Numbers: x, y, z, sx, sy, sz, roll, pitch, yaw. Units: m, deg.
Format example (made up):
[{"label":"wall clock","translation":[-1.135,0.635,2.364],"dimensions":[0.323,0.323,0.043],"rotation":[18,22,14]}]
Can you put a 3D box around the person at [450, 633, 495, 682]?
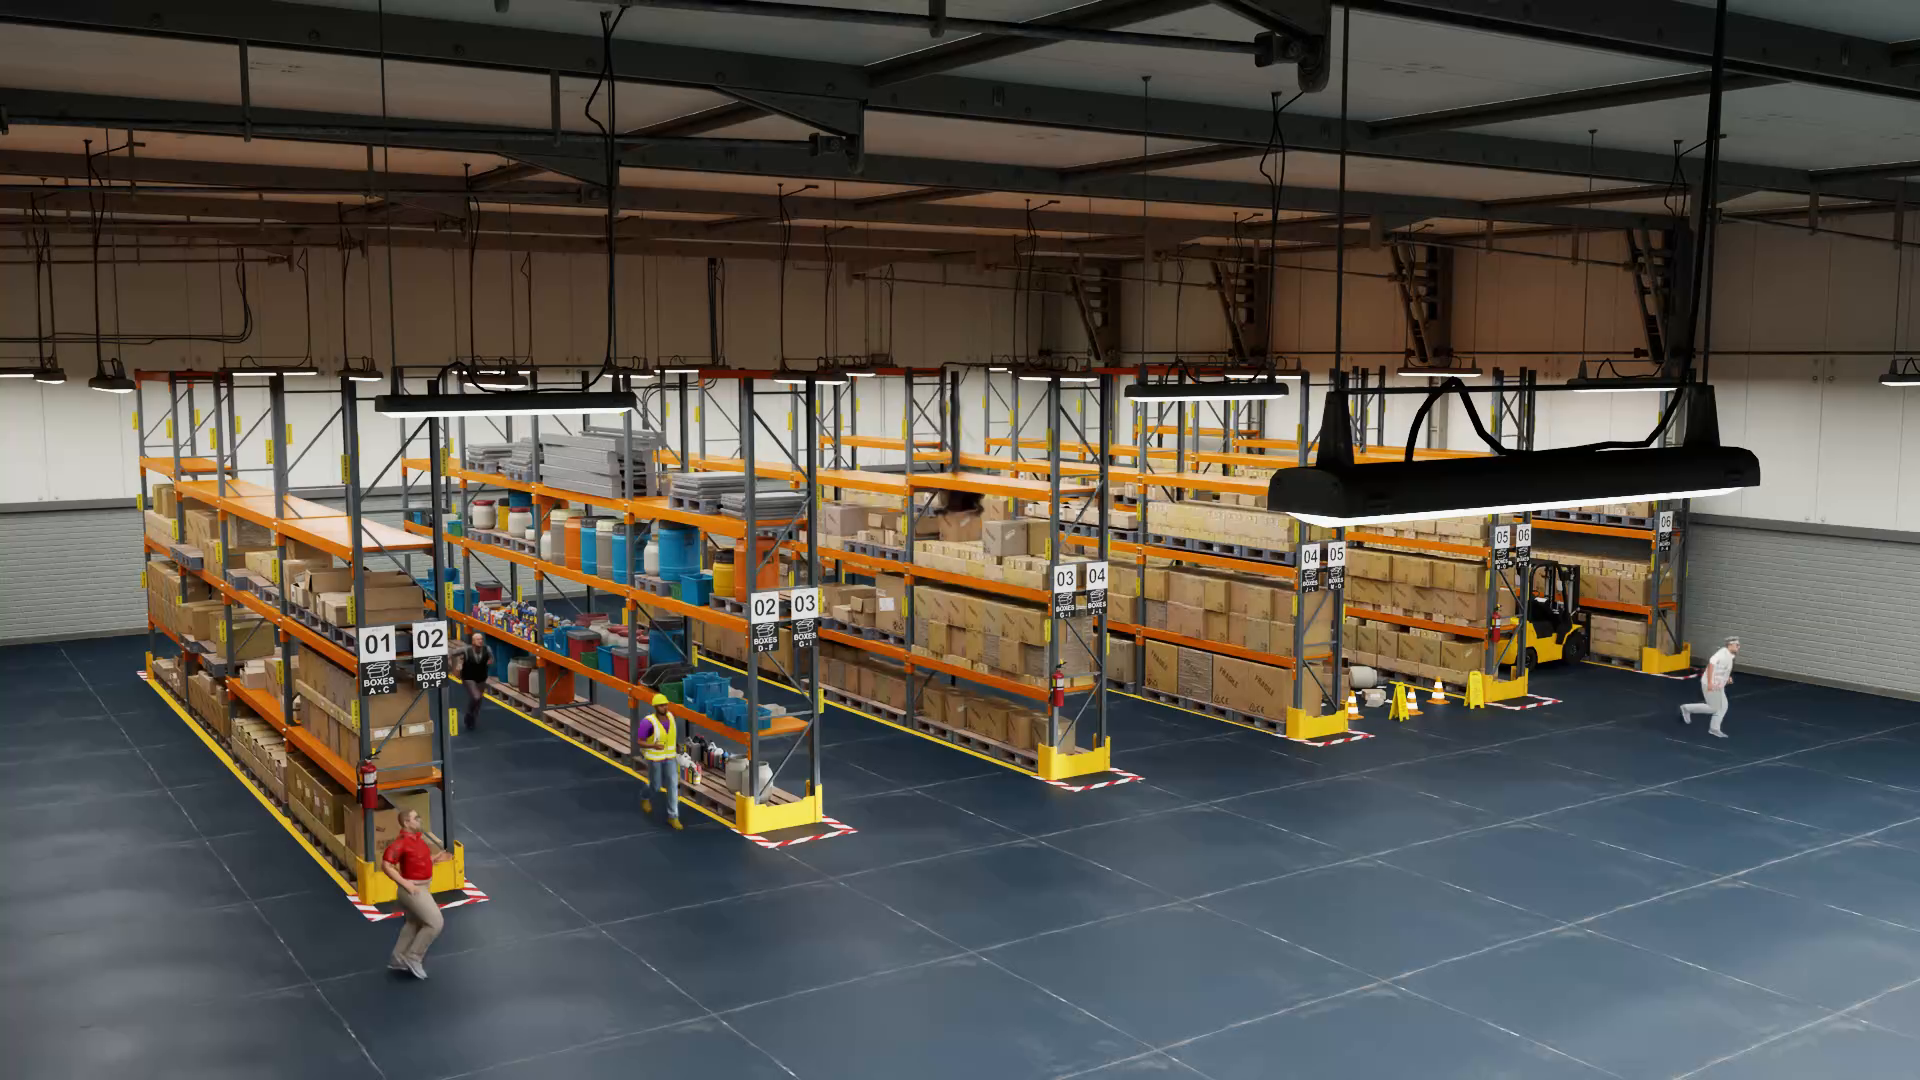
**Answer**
[{"label":"person","translation":[-8.067,1.963,27.727],"dimensions":[0.645,0.835,0.687],"rotation":[-6,9,-42]}]

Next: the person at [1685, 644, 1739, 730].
[{"label":"person","translation":[12.461,2.415,27.578],"dimensions":[0.771,1.463,0.640],"rotation":[4,7,29]}]

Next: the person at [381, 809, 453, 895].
[{"label":"person","translation":[-5.488,3.132,16.854],"dimensions":[0.653,0.830,0.641],"rotation":[-1,7,-11]}]

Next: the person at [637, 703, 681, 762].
[{"label":"person","translation":[-3.982,2.521,22.220],"dimensions":[0.700,0.852,0.641],"rotation":[-5,8,-38]}]
